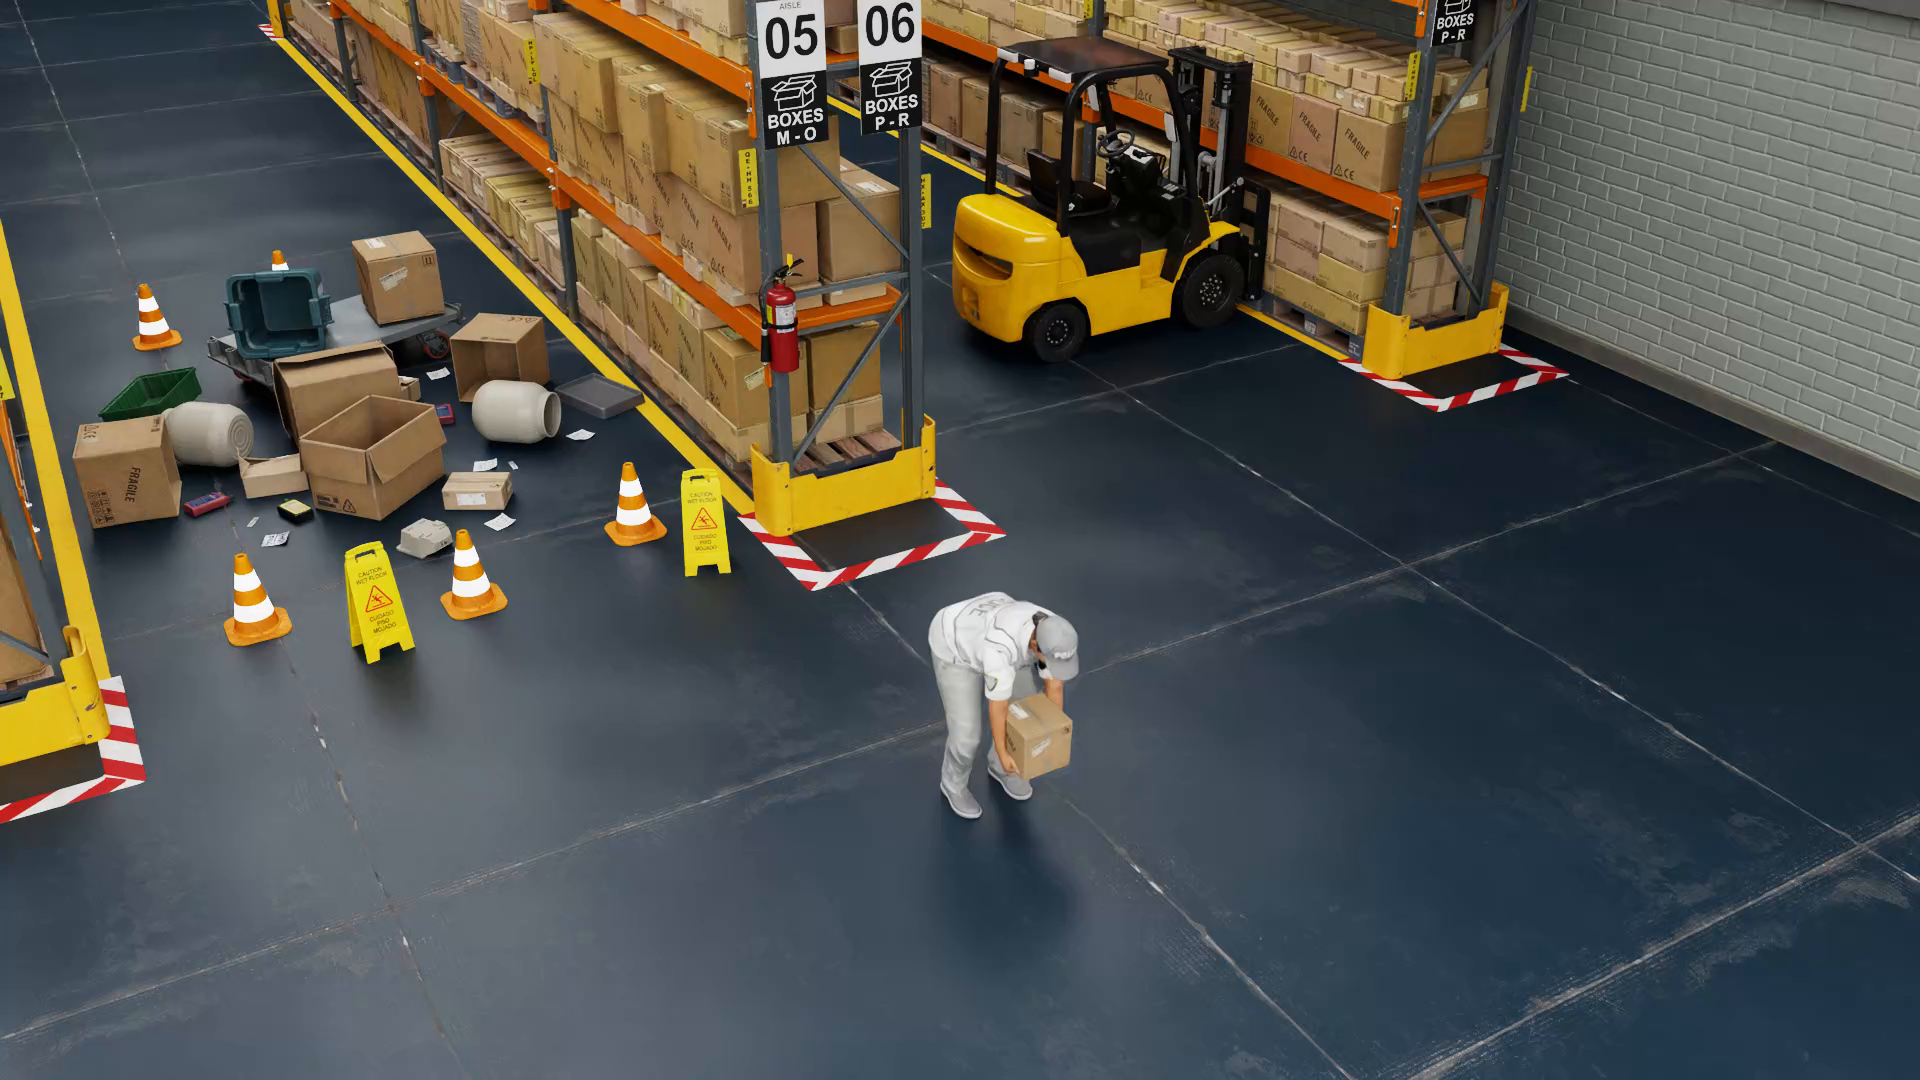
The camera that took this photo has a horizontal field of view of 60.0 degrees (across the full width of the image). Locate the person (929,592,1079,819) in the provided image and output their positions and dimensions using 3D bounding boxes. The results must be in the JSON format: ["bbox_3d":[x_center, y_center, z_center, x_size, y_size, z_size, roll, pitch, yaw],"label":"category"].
[{"bbox_3d":[0.214,0.752,7.630,0.474,1.258,0.892,-17,33,-28],"label":"person"}]
